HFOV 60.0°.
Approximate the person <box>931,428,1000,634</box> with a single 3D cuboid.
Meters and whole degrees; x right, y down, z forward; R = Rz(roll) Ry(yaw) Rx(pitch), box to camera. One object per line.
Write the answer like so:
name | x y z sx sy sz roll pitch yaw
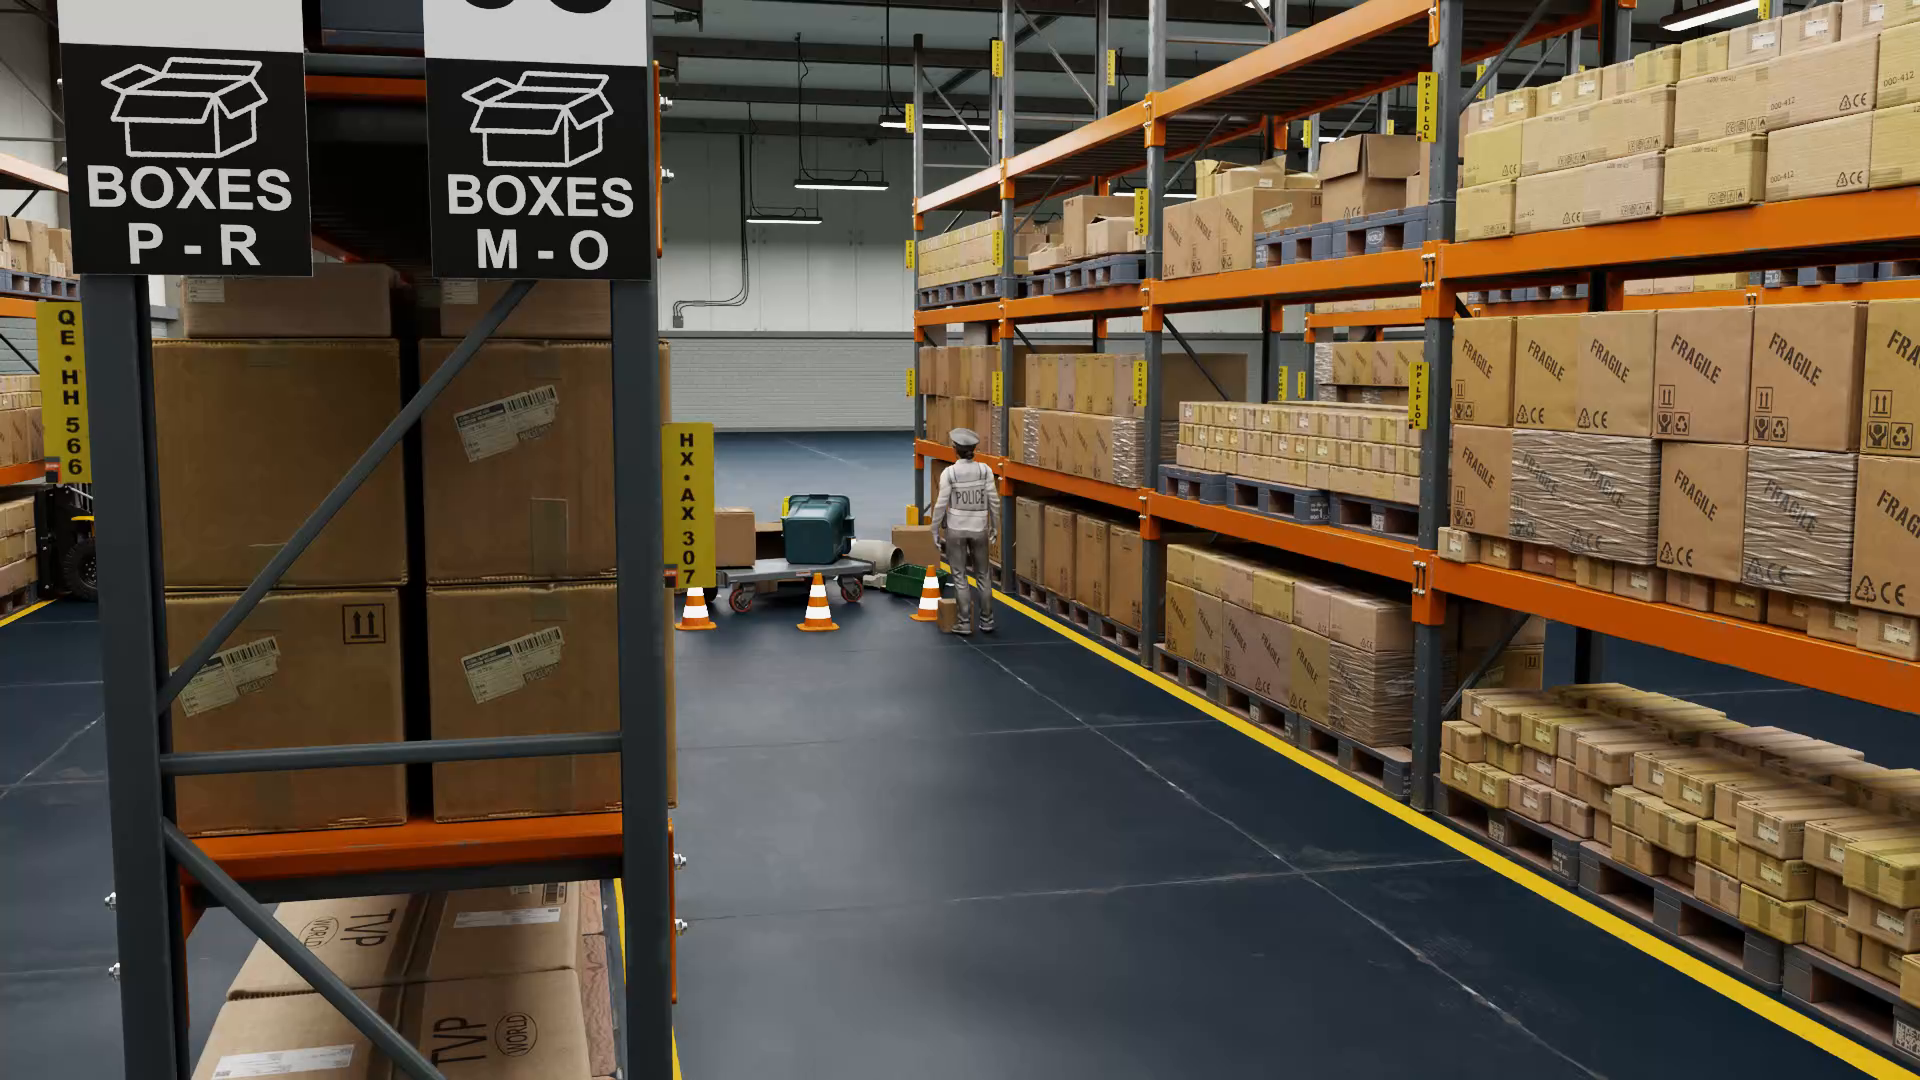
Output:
person | 0.038 -0.074 13.623 0.588 1.696 0.532 -2 6 -14
